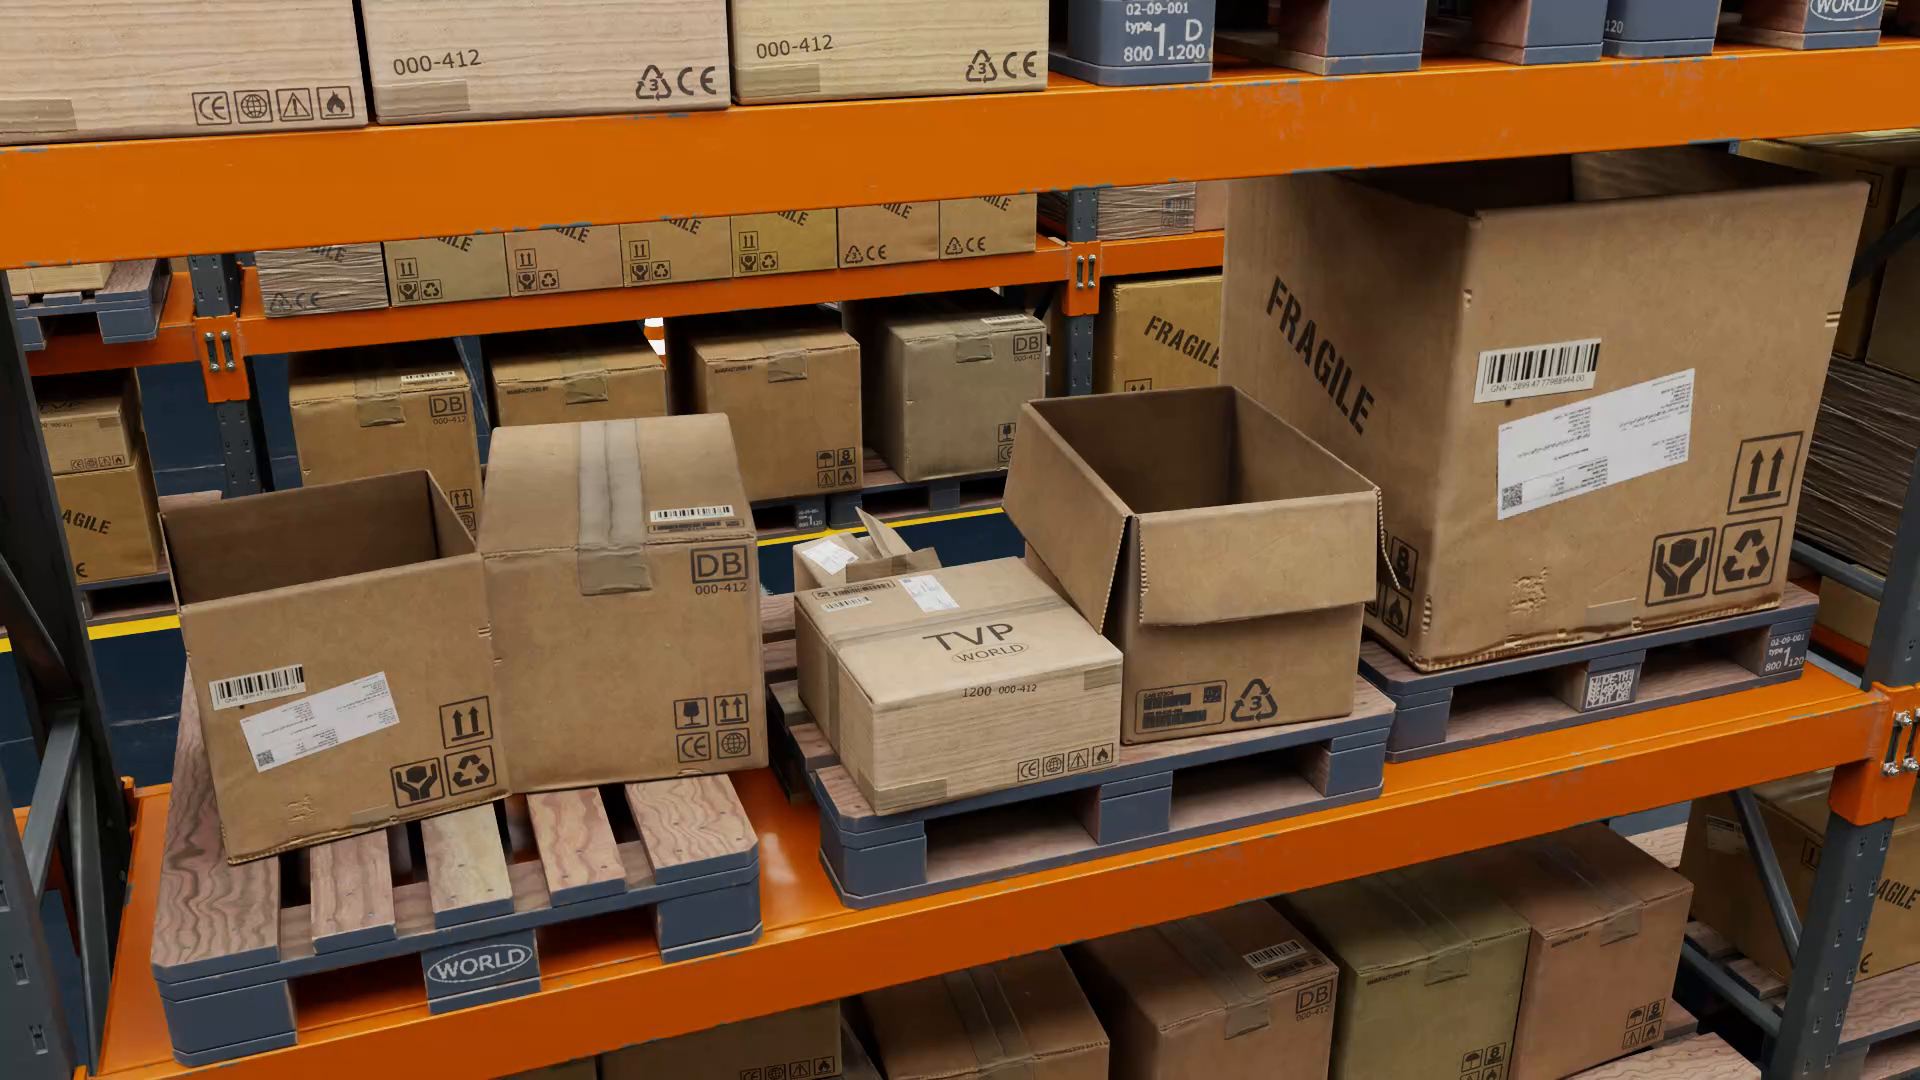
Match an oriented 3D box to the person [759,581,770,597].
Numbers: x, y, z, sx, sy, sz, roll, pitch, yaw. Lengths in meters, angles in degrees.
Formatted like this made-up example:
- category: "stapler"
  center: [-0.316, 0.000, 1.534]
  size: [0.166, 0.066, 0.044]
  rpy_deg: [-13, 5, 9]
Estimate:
- category: "person"
  center: [-1.064, 0.449, 5.787]
  size: [0.862, 0.876, 0.424]
  rpy_deg: [-10, 25, -21]
